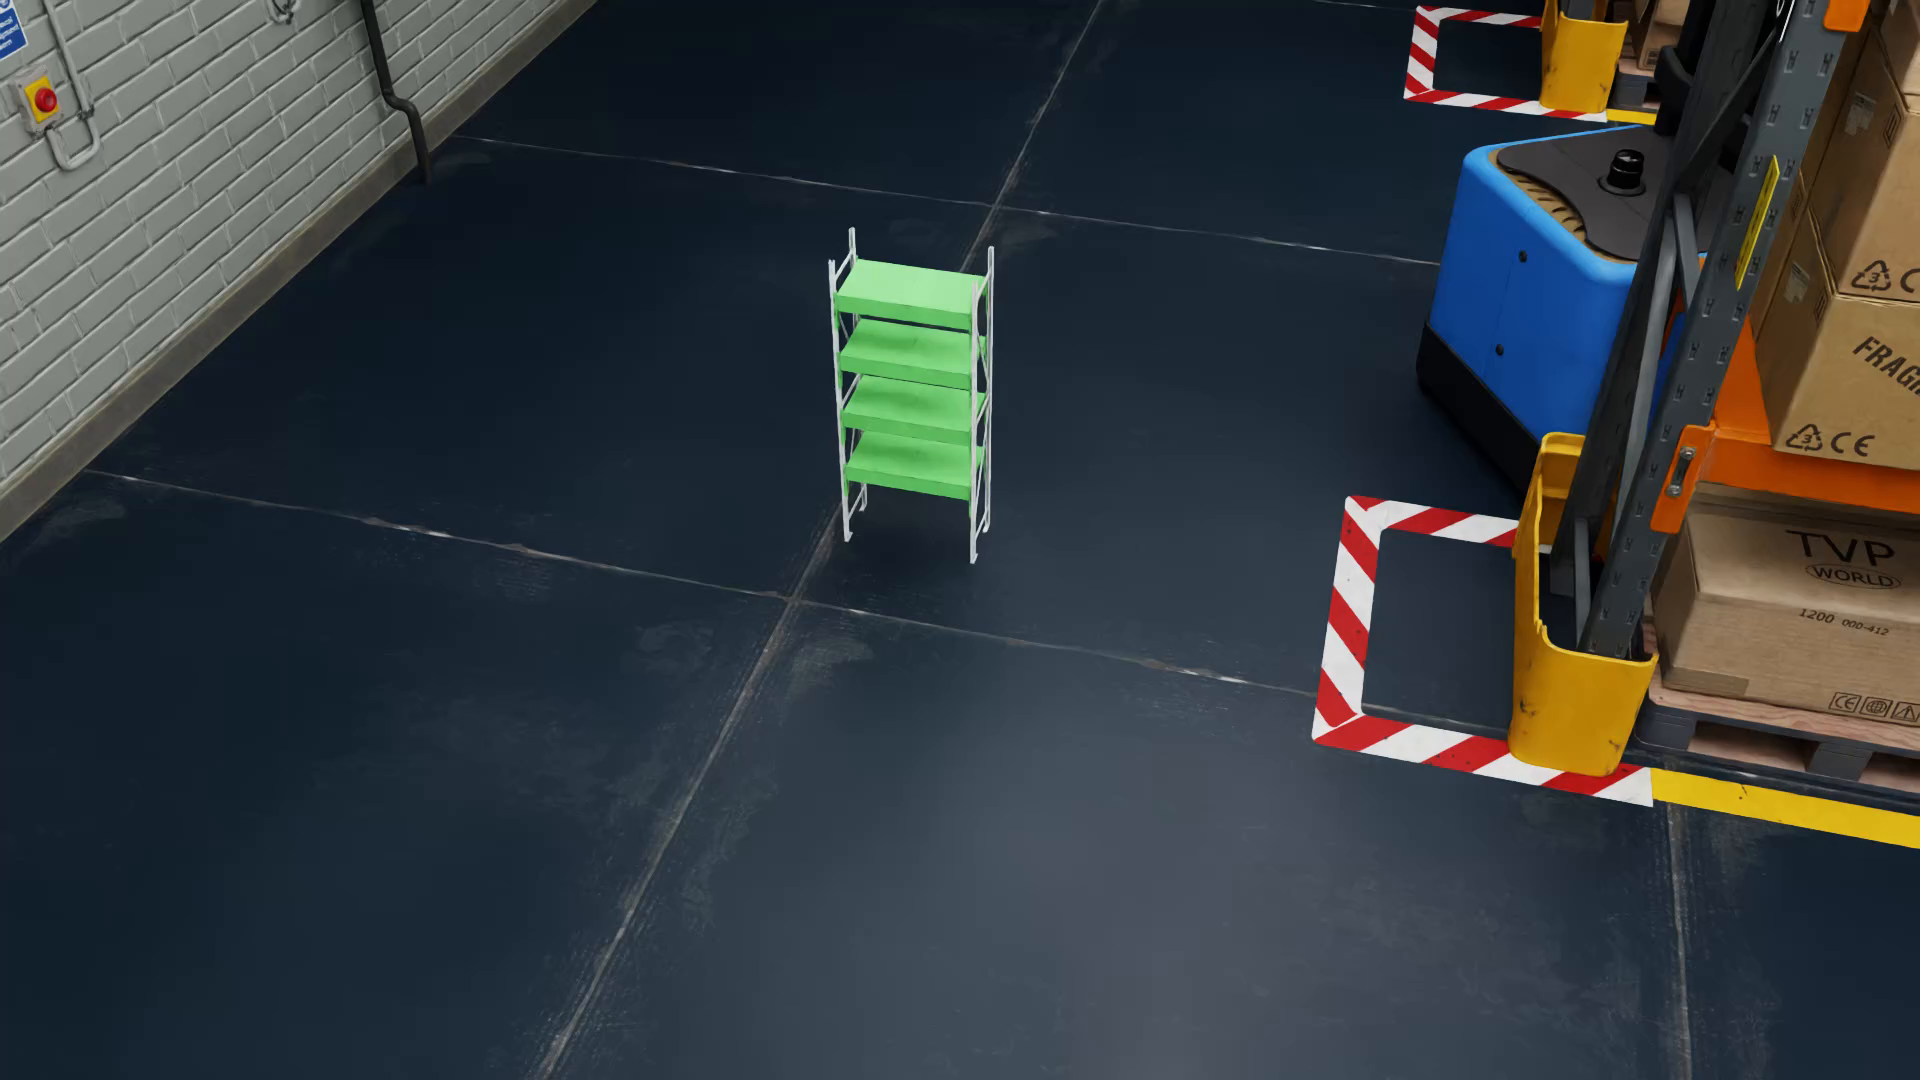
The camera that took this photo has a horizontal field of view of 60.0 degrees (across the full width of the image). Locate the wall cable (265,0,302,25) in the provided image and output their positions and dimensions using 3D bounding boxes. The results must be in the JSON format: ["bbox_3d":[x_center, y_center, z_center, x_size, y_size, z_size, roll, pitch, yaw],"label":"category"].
[{"bbox_3d":[-2.979,-2.959,6.651,0.122,1.984,0.588,10,41,11],"label":"wall cable"}]

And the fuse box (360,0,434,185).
[{"bbox_3d":[-2.651,-2.475,7.866,0.414,1.711,0.539,10,41,11],"label":"fuse box"}]

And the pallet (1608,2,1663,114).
[{"bbox_3d":[4.242,-2.636,9.225,1.213,0.211,1.003,10,41,11],"label":"pallet"}]

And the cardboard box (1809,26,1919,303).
[{"bbox_3d":[2.509,-0.929,4.168,0.500,0.500,0.500,9,41,10],"label":"cardboard box"}]

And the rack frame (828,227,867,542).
[{"bbox_3d":[-0.396,-0.528,5.945,0.015,1.200,0.240,10,41,11],"label":"rack frame"}]

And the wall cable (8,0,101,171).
[{"bbox_3d":[-3.335,-2.088,5.590,0.123,1.953,0.585,10,41,11],"label":"wall cable"}]

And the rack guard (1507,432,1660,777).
[{"bbox_3d":[2.095,0.189,5.637,0.348,0.500,1.175,10,41,11],"label":"rack guard"}]

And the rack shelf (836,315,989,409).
[{"bbox_3d":[-0.160,-0.622,5.784,0.480,0.148,0.258,10,41,11],"label":"rack shelf"}]

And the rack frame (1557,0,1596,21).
[{"bbox_3d":[3.398,-3.849,8.500,0.127,3.000,1.000,10,41,11],"label":"rack frame"}]

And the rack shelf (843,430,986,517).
[{"bbox_3d":[-0.160,-0.254,6.092,0.480,0.148,0.258,10,41,11],"label":"rack shelf"}]

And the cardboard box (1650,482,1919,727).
[{"bbox_3d":[2.782,0.103,5.460,0.875,0.438,0.875,8,41,10],"label":"cardboard box"}]

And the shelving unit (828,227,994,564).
[{"bbox_3d":[-0.160,-0.487,5.897,0.503,1.200,0.258,10,41,11],"label":"shelving unit"}]

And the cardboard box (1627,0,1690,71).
[{"bbox_3d":[3.964,-2.893,8.977,0.637,0.503,0.797,8,41,10],"label":"cardboard box"}]

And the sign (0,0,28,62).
[{"bbox_3d":[-3.406,-1.771,5.816,0.001,0.218,0.327,10,41,11],"label":"sign"}]

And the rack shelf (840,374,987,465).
[{"bbox_3d":[-0.160,-0.438,5.938,0.480,0.148,0.258,10,41,11],"label":"rack shelf"}]

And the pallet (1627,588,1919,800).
[{"bbox_3d":[2.911,0.388,5.624,1.213,0.211,1.003,10,41,11],"label":"pallet"}]

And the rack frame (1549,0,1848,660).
[{"bbox_3d":[2.119,-0.764,4.828,0.127,3.000,1.000,10,41,11],"label":"rack frame"}]

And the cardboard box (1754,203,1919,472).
[{"bbox_3d":[2.508,-0.545,4.488,0.500,0.500,0.500,9,41,11],"label":"cardboard box"}]

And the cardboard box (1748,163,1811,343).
[{"bbox_3d":[2.653,-0.887,4.896,0.500,0.500,0.500,10,41,12],"label":"cardboard box"}]

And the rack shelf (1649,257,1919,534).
[{"bbox_3d":[4.051,-0.157,4.663,4.000,0.370,1.077,10,41,11],"label":"rack shelf"}]

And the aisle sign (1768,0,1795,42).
[{"bbox_3d":[1.974,-1.592,3.792,0.004,0.787,0.394,10,41,11],"label":"aisle sign"}]

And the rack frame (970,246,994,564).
[{"bbox_3d":[0.076,-0.446,5.849,0.015,1.200,0.240,10,41,11],"label":"rack frame"}]

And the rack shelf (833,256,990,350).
[{"bbox_3d":[-0.160,-0.806,5.629,0.480,0.148,0.258,10,41,11],"label":"rack shelf"}]

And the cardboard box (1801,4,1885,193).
[{"bbox_3d":[2.646,-1.253,4.555,0.500,0.500,0.500,11,41,13],"label":"cardboard box"}]

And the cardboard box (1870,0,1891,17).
[{"bbox_3d":[2.517,-1.499,4.343,0.250,0.149,0.380,10,41,12],"label":"cardboard box"}]

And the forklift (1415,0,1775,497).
[{"bbox_3d":[3.489,-1.769,6.077,3.031,2.935,1.130,-10,41,-12],"label":"forklift"}]

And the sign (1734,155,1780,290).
[{"bbox_3d":[1.969,-0.783,4.115,0.005,0.325,0.100,10,41,11],"label":"sign"}]

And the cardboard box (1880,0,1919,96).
[{"bbox_3d":[2.390,-1.203,3.990,0.250,0.149,0.380,11,41,12],"label":"cardboard box"}]

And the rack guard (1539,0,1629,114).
[{"bbox_3d":[3.471,-2.879,9.289,0.348,0.500,1.175,10,41,11],"label":"rack guard"}]

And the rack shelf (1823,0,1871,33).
[{"bbox_3d":[4.051,-1.305,3.699,4.000,0.370,1.077,10,41,11],"label":"rack shelf"}]
